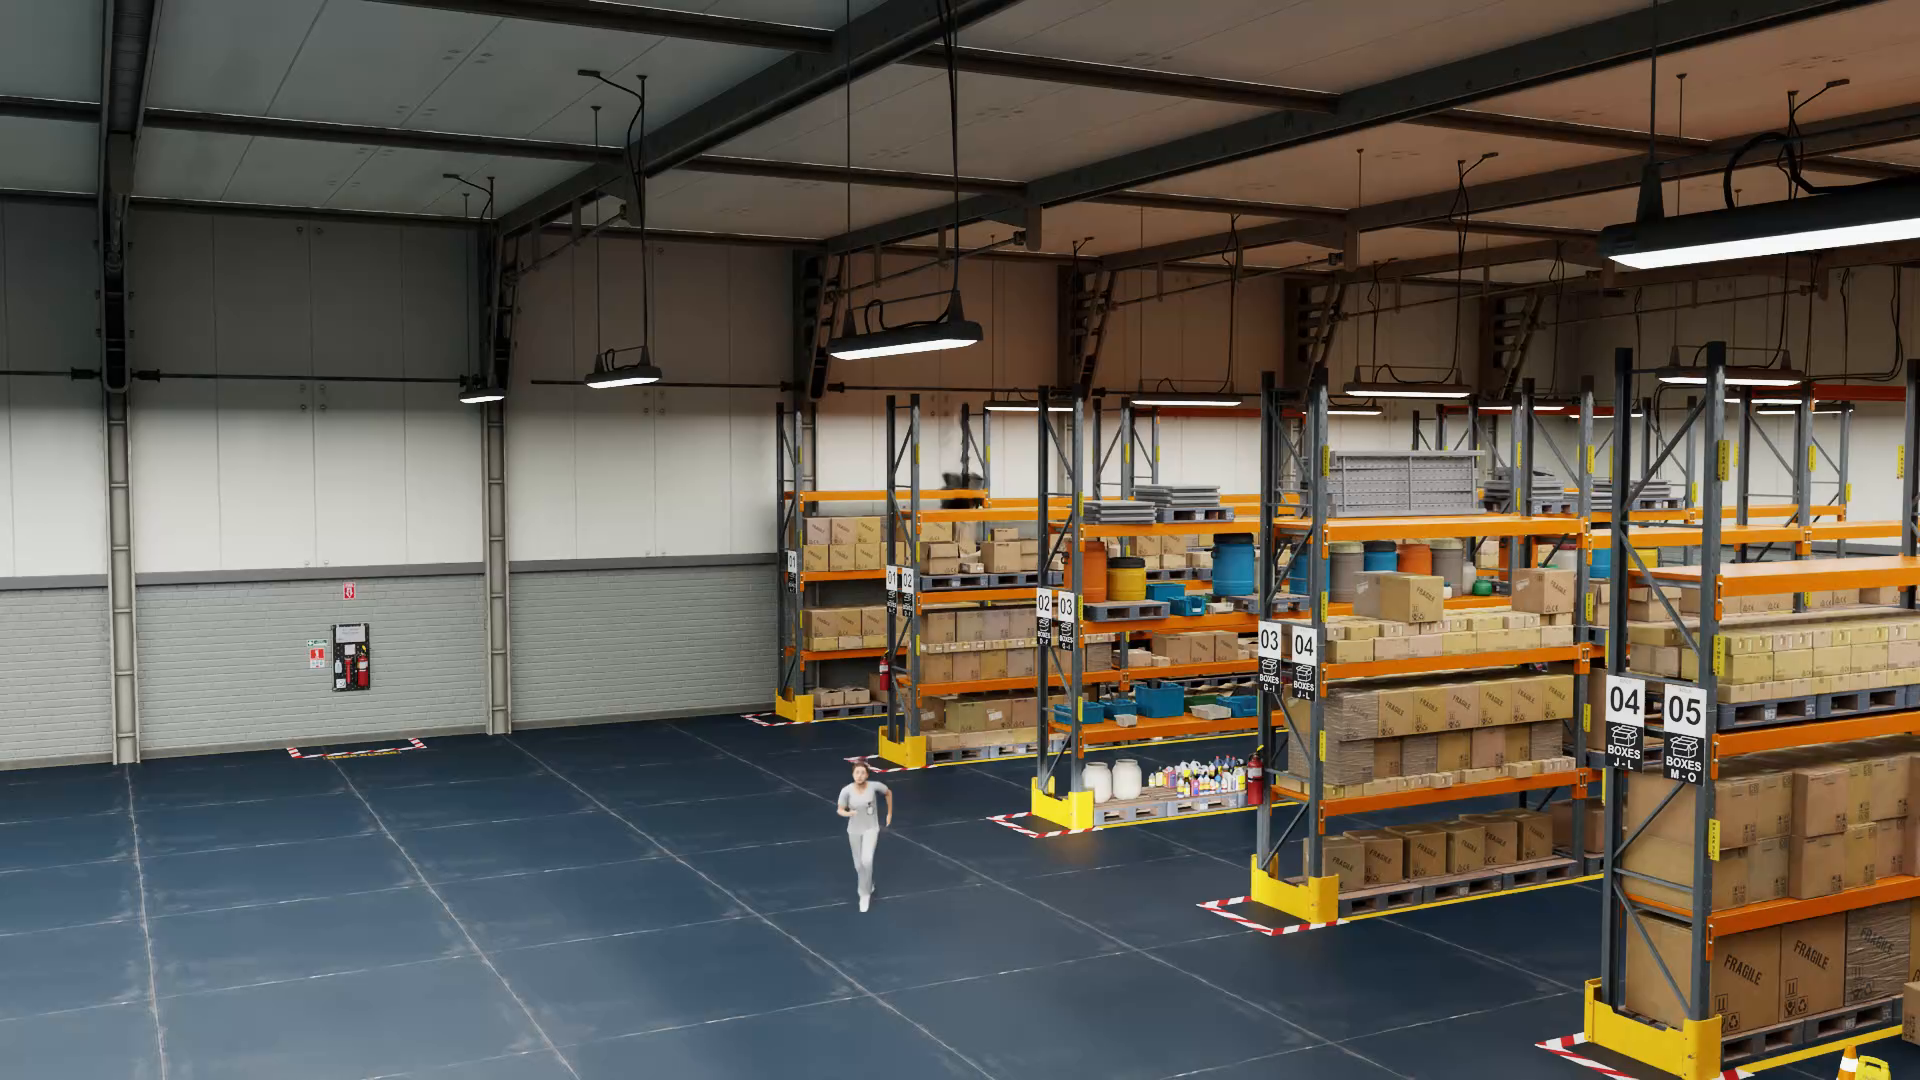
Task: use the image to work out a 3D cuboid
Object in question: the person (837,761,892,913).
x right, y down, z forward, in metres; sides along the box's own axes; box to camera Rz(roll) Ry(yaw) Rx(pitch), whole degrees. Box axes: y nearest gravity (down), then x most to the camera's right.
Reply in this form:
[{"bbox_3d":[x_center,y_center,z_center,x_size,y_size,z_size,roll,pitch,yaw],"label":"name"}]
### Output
[{"bbox_3d":[-1.064,3.279,18.558,0.589,1.666,0.807,0,3,3],"label":"person"}]
